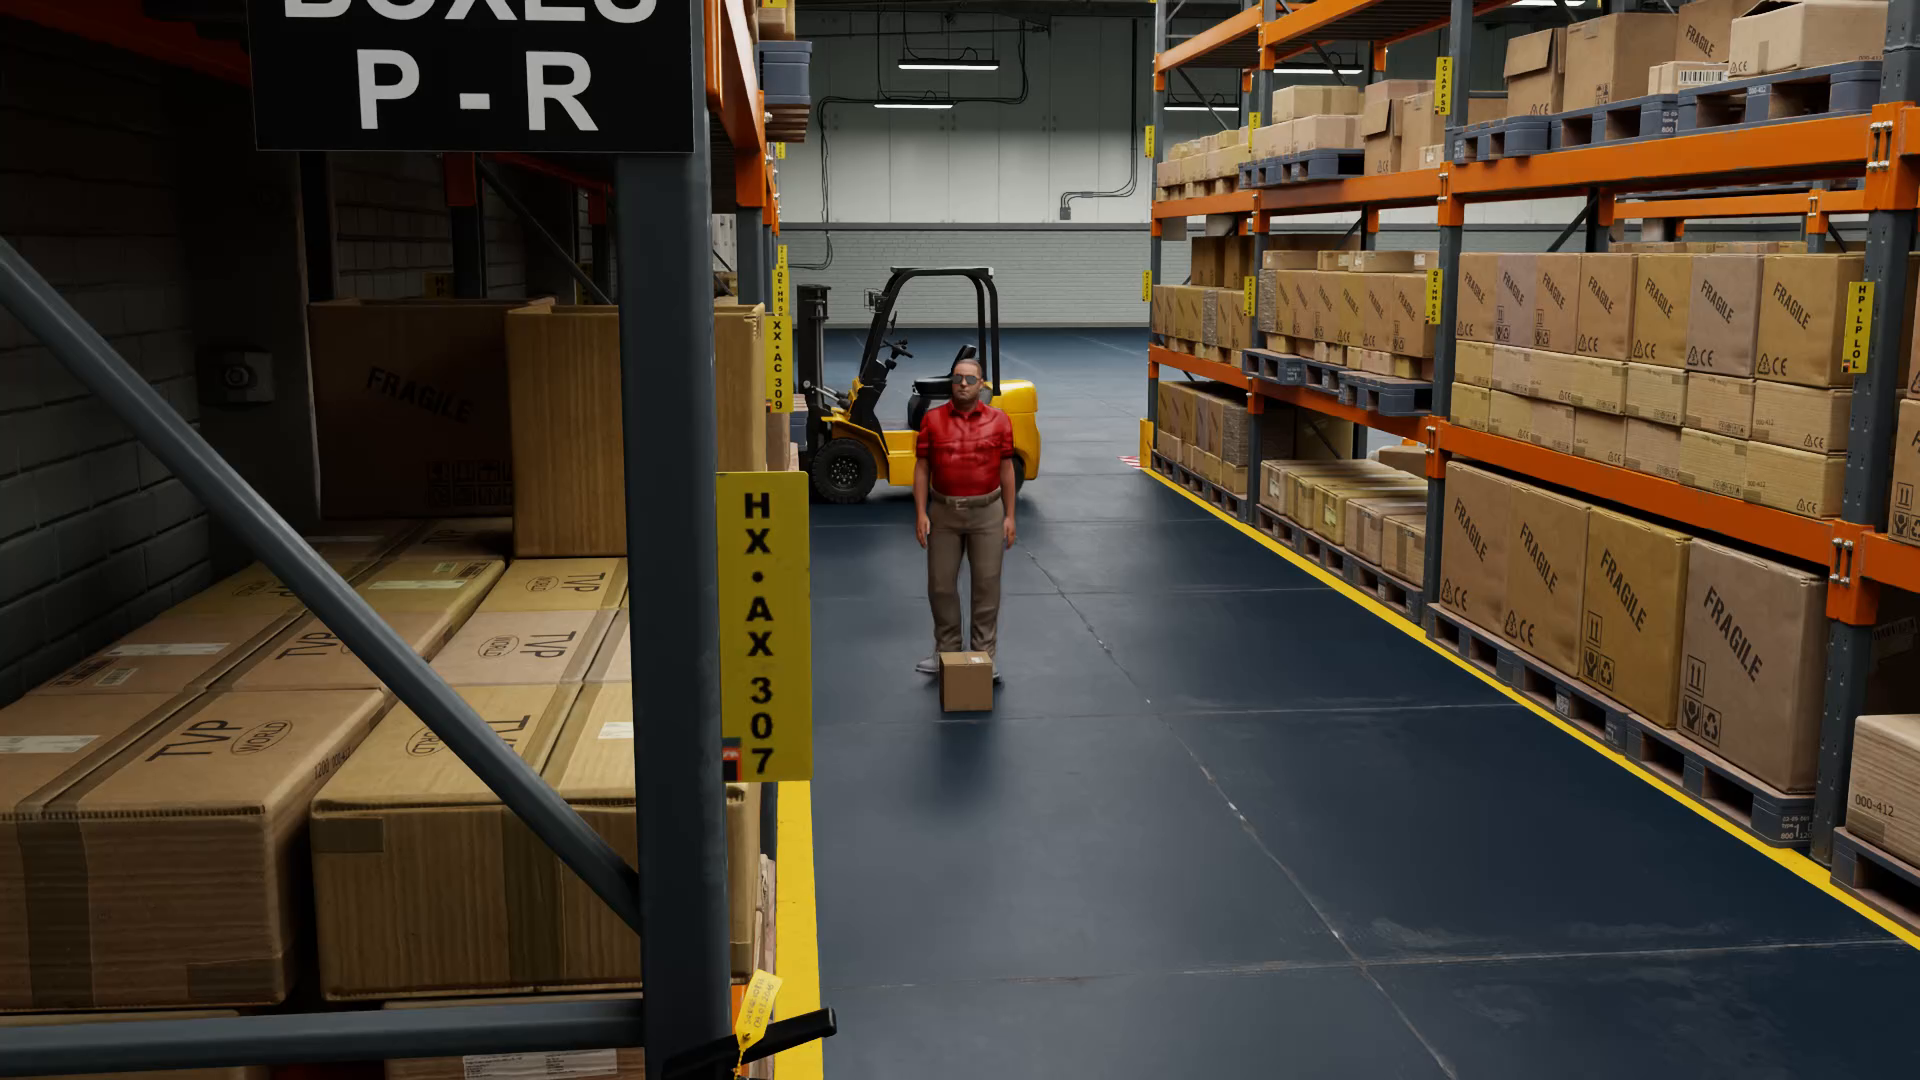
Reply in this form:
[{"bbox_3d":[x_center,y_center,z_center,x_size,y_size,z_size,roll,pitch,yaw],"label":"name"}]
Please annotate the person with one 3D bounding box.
[{"bbox_3d":[0.026,-0.114,9.012,0.556,1.727,0.417,0,10,1],"label":"person"}]
